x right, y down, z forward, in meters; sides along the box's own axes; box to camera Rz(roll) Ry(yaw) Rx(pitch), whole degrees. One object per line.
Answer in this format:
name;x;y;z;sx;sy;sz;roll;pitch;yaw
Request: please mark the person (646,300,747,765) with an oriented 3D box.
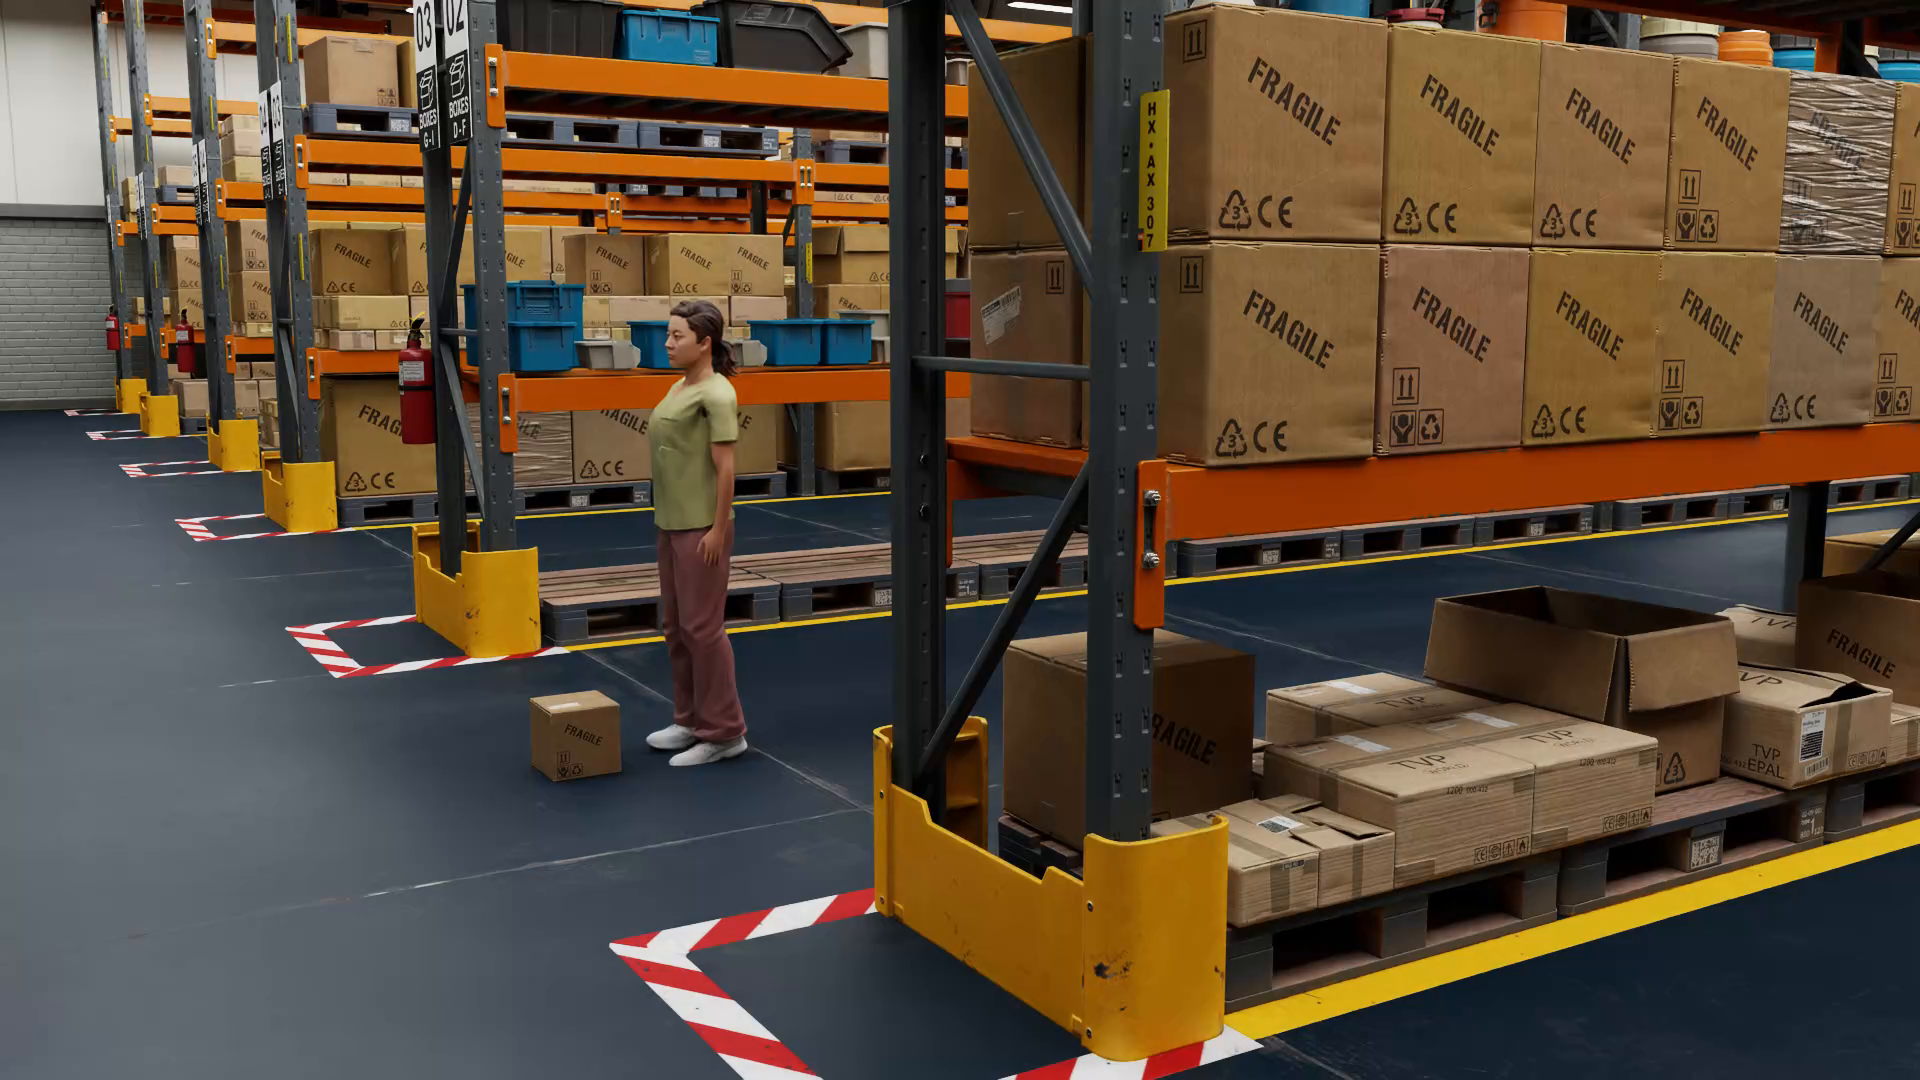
person;-0.964;-0.024;6.107;0.357;1.695;0.441;-5;10;-30
